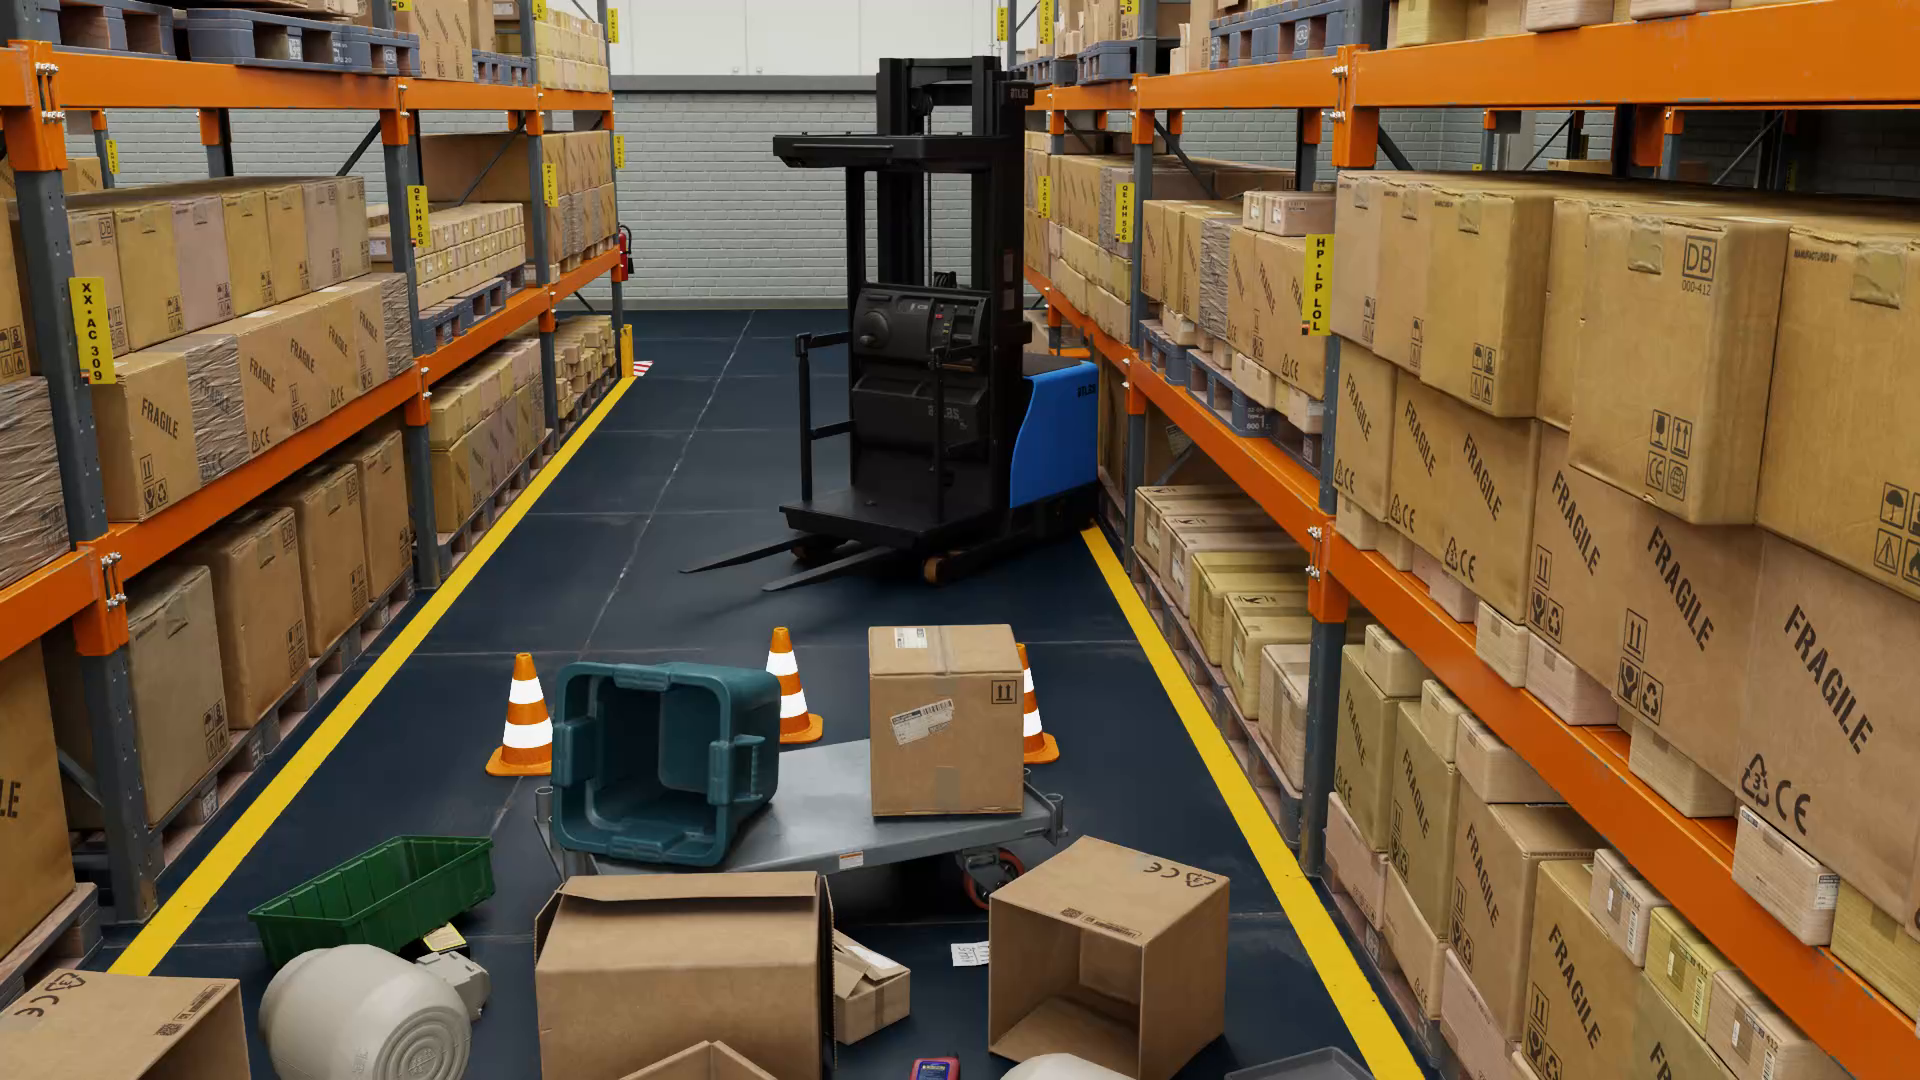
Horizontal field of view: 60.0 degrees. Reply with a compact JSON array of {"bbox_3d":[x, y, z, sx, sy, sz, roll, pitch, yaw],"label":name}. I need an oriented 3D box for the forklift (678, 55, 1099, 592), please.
[{"bbox_3d":[-0.367,-1.294,9.672,1.130,2.935,3.031,10,18,35],"label":"forklift"}]

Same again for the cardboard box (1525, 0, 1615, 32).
[{"bbox_3d":[1.486,-1.204,3.669,0.380,0.149,0.250,-1,14,-5],"label":"cardboard box"}]

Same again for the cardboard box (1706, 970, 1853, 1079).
[{"bbox_3d":[1.567,0.884,2.938,0.380,0.149,0.250,0,14,-2],"label":"cardboard box"}]

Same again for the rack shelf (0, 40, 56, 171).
[{"bbox_3d":[-3.091,-0.781,2.967,1.077,0.370,4.000,-1,14,-3],"label":"rack shelf"}]

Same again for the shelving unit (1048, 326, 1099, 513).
[{"bbox_3d":[0.768,-0.815,11.240,0.258,1.200,0.503,-4,14,-2],"label":"shelving unit"}]

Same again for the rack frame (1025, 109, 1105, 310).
[{"bbox_3d":[0.976,-3.260,17.178,1.000,3.000,0.127,-1,14,-3],"label":"rack frame"}]

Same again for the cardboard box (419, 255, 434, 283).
[{"bbox_3d":[-3.311,-1.586,9.734,0.380,0.149,0.250,0,14,-1],"label":"cardboard box"}]

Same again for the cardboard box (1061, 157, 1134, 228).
[{"bbox_3d":[1.023,-2.558,12.242,0.500,0.500,0.500,-1,14,-4],"label":"cardboard box"}]

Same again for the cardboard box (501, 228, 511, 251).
[{"bbox_3d":[-3.459,-2.167,11.992,0.380,0.149,0.250,0,14,-1],"label":"cardboard box"}]

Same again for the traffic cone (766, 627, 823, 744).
[{"bbox_3d":[-0.771,0.609,7.230,0.336,0.463,0.334,-1,14,-3],"label":"traffic cone"}]

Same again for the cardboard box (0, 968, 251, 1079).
[{"bbox_3d":[-2.095,1.405,4.057,0.500,0.500,0.500,2,15,6],"label":"cardboard box"}]

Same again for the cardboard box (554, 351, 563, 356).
[{"bbox_3d":[-3.548,-1.495,14.003,0.380,0.149,0.250,-1,14,-4],"label":"cardboard box"}]

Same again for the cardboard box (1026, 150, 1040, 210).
[{"bbox_3d":[0.854,-3.164,14.597,0.500,0.500,0.500,-1,14,-3],"label":"cardboard box"}]

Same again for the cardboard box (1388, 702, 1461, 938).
[{"bbox_3d":[1.531,0.773,4.673,0.500,0.500,0.500,0,14,-1],"label":"cardboard box"}]

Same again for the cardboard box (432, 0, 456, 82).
[{"bbox_3d":[-3.271,-2.941,9.716,0.500,0.500,0.500,-1,14,-3],"label":"cardboard box"}]

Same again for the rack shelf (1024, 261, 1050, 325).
[{"bbox_3d":[1.100,-2.415,15.335,1.077,0.370,4.000,-1,14,-3],"label":"rack shelf"}]

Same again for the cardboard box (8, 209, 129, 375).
[{"bbox_3d":[-3.252,-0.830,5.527,0.700,0.500,0.500,-1,14,-4],"label":"cardboard box"}]

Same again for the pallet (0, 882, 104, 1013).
[{"bbox_3d":[-3.246,1.366,4.792,1.003,0.211,1.213,-1,14,-3],"label":"pallet"}]

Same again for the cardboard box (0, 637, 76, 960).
[{"bbox_3d":[-3.246,0.809,4.785,0.875,0.875,0.875,-1,14,-3],"label":"cardboard box"}]

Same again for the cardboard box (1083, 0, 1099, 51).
[{"bbox_3d":[1.073,-3.409,10.693,0.500,0.500,0.500,-1,14,-3],"label":"cardboard box"}]

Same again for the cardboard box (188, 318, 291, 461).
[{"bbox_3d":[-3.040,-0.608,6.668,0.500,0.500,0.500,-1,14,-4],"label":"cardboard box"}]

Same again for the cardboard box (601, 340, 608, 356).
[{"bbox_3d":[-3.607,-1.870,16.054,0.380,0.149,0.250,-1,15,-6],"label":"cardboard box"}]

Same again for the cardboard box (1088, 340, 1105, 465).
[{"bbox_3d":[1.405,-1.062,12.057,0.875,0.875,0.875,0,14,-2],"label":"cardboard box"}]

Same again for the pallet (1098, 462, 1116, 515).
[{"bbox_3d":[1.425,-0.420,11.736,1.003,0.211,1.213,-1,14,-3],"label":"pallet"}]

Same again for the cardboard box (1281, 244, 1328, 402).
[{"bbox_3d":[1.461,-0.783,5.910,0.500,0.500,0.500,-1,14,-4],"label":"cardboard box"}]

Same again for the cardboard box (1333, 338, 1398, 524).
[{"bbox_3d":[1.468,-0.355,5.088,0.500,0.500,0.500,-1,14,-4],"label":"cardboard box"}]

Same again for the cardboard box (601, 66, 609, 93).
[{"bbox_3d":[-3.666,-4.430,16.005,0.500,0.250,0.500,-1,14,-5],"label":"cardboard box"}]

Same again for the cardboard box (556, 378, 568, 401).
[{"bbox_3d":[-3.414,-1.226,13.553,0.380,0.149,0.250,0,14,-1],"label":"cardboard box"}]

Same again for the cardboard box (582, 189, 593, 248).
[{"bbox_3d":[-3.586,-2.865,14.845,0.500,0.500,0.500,0,14,-1],"label":"cardboard box"}]

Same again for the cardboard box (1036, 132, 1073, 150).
[{"bbox_3d":[0.871,-3.503,14.612,0.380,0.149,0.250,-1,14,-5],"label":"cardboard box"}]

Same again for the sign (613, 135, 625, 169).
[{"bbox_3d":[-3.403,-3.876,16.614,0.100,0.325,0.005,-1,14,-3],"label":"sign"}]

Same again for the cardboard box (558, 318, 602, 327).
[{"bbox_3d":[-3.715,-2.079,16.270,0.380,0.149,0.250,-1,14,-2],"label":"cardboard box"}]

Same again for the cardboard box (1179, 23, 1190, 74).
[{"bbox_3d":[1.337,-2.514,8.527,0.396,0.266,0.258,-1,14,-3],"label":"cardboard box"}]

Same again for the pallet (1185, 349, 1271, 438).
[{"bbox_3d":[1.635,-0.686,7.559,1.003,0.211,1.213,-1,14,-3],"label":"pallet"}]

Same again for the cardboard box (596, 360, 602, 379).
[{"bbox_3d":[-3.564,-1.601,15.607,0.380,0.149,0.250,-2,15,-6],"label":"cardboard box"}]

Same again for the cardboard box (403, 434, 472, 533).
[{"bbox_3d":[-3.252,-0.342,10.009,0.500,0.500,0.500,-2,15,-6],"label":"cardboard box"}]

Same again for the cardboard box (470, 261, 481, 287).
[{"bbox_3d":[-3.388,-1.760,11.008,0.380,0.149,0.250,-1,14,-5],"label":"cardboard box"}]

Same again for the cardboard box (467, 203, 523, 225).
[{"bbox_3d":[-3.491,-2.437,12.446,0.380,0.149,0.250,0,14,-1],"label":"cardboard box"}]

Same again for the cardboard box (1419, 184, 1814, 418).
[{"bbox_3d":[1.544,-0.587,3.985,0.700,0.500,0.500,-1,14,-5],"label":"cardboard box"}]

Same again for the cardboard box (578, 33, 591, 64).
[{"bbox_3d":[-3.614,-4.416,14.947,0.500,0.250,0.500,-1,14,-3],"label":"cardboard box"}]

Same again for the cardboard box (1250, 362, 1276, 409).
[{"bbox_3d":[1.361,-0.611,6.542,0.380,0.149,0.250,-1,14,-4],"label":"cardboard box"}]

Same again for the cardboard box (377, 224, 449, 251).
[{"bbox_3d":[-3.344,-1.851,10.167,0.380,0.149,0.250,-1,15,-6],"label":"cardboard box"}]

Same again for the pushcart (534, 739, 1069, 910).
[{"bbox_3d":[-0.553,1.042,5.721,1.648,0.377,0.936,-6,16,-23],"label":"pushcart"}]

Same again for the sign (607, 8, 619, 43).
[{"bbox_3d":[-3.403,-5.044,16.314,0.100,0.325,0.005,-1,14,-3],"label":"sign"}]

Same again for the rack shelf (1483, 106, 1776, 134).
[{"bbox_3d":[6.053,-3.945,15.263,1.077,0.370,4.000,-1,14,-3],"label":"rack shelf"}]

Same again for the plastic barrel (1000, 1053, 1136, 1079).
[{"bbox_3d":[0.328,1.476,3.940,0.512,0.421,0.421,10,18,35],"label":"plastic barrel"}]

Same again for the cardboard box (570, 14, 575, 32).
[{"bbox_3d":[-3.571,-4.513,14.524,0.380,0.149,0.250,-1,14,-5],"label":"cardboard box"}]

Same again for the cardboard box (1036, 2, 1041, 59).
[{"bbox_3d":[0.951,-4.510,14.770,0.500,0.500,0.500,-1,14,-2],"label":"cardboard box"}]

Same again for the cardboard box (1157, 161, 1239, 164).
[{"bbox_3d":[1.600,-2.308,11.268,0.500,0.500,0.500,-1,14,-3],"label":"cardboard box"}]

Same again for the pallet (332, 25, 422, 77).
[{"bbox_3d":[-3.370,-2.371,8.082,1.213,0.211,1.003,0,14,-1],"label":"pallet"}]

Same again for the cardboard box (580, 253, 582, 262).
[{"bbox_3d":[-3.632,-2.573,15.011,0.380,0.149,0.250,-1,14,-2],"label":"cardboard box"}]

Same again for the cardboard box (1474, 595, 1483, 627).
[{"bbox_3d":[1.561,0.184,4.294,0.380,0.149,0.250,-1,14,-4],"label":"cardboard box"}]

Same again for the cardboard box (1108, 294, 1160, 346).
[{"bbox_3d":[1.181,-1.320,9.938,0.500,0.250,0.500,-1,14,-5],"label":"cardboard box"}]
